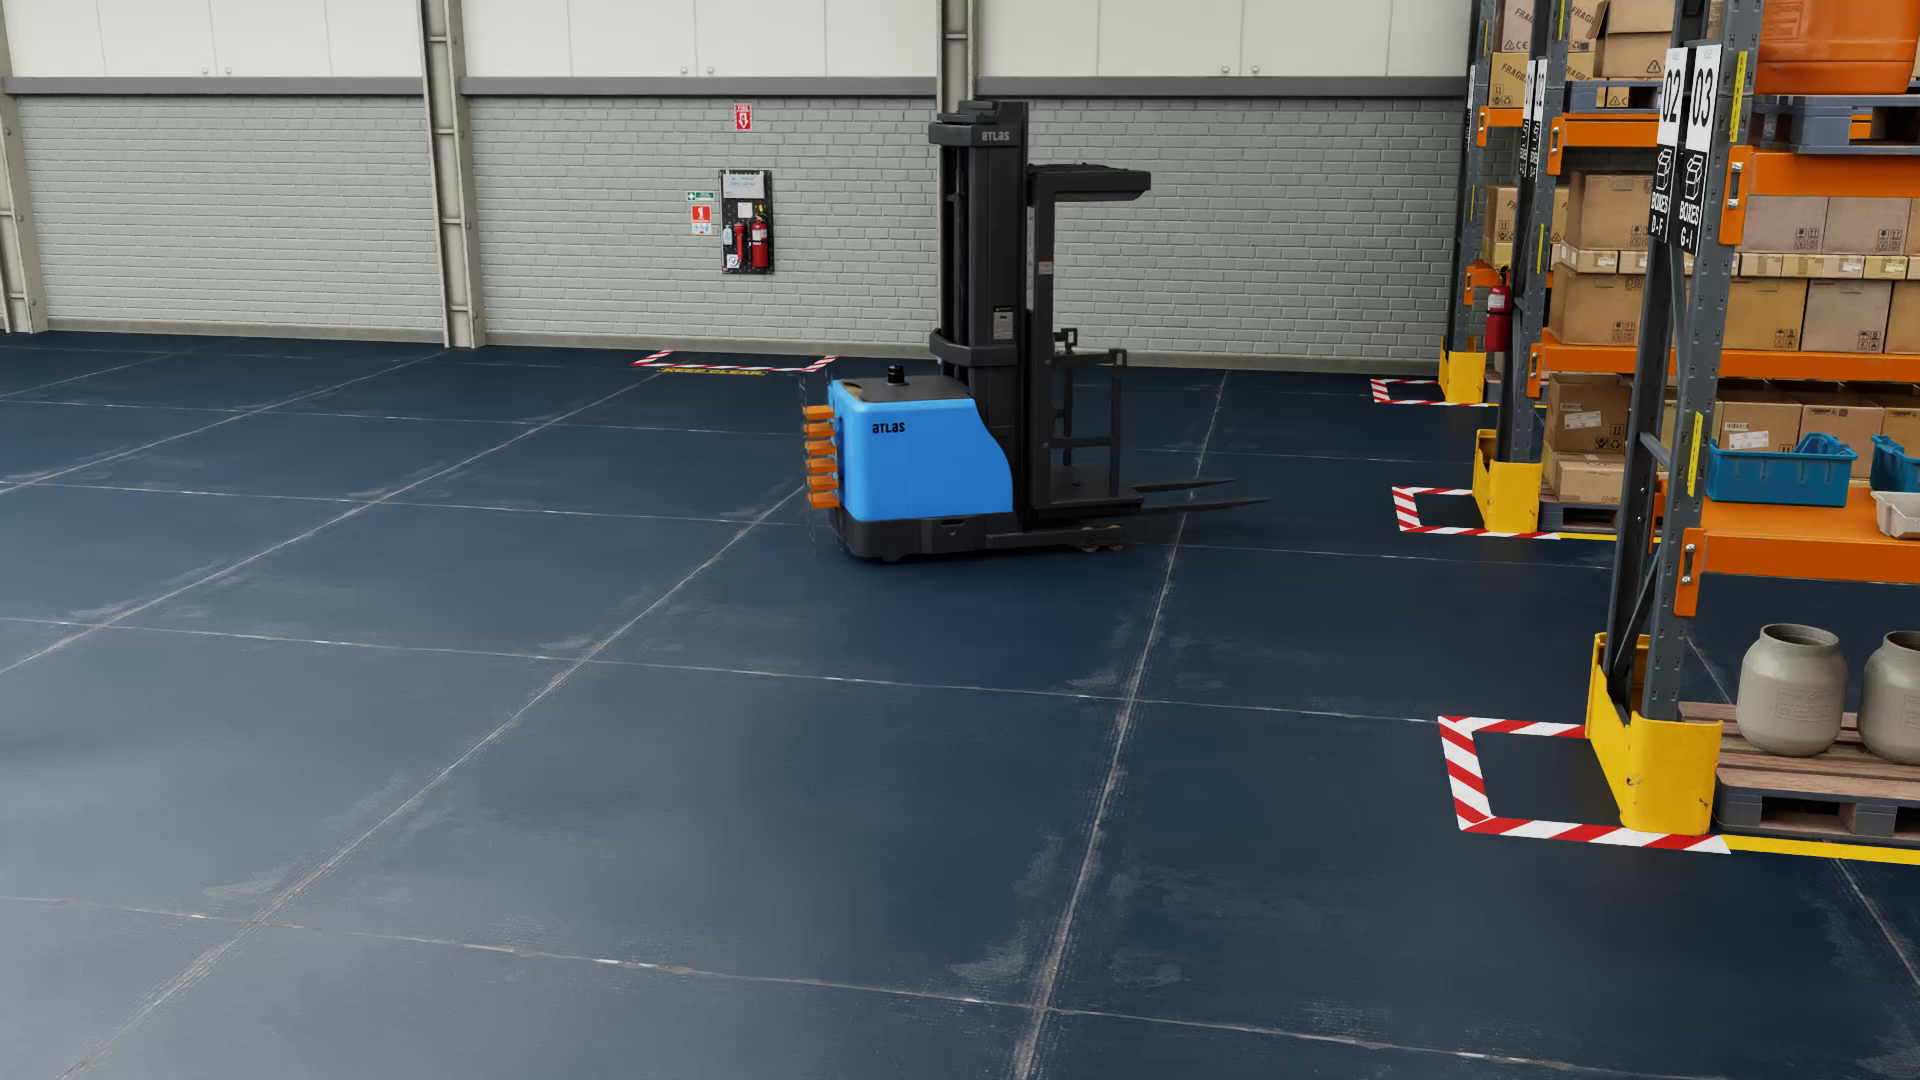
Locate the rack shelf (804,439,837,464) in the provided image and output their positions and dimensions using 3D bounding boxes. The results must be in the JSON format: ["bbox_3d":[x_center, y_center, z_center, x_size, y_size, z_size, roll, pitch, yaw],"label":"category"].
[{"bbox_3d":[-0.933,-0.592,11.085,0.180,0.103,0.258,-6,16,-13],"label":"rack shelf"}]

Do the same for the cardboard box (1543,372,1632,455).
[{"bbox_3d":[4.597,-0.933,12.202,0.500,0.500,0.500,3,16,11],"label":"cardboard box"}]

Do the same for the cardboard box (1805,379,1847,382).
[{"bbox_3d":[8.385,-1.596,16.118,0.250,0.166,0.380,1,16,4],"label":"cardboard box"}]

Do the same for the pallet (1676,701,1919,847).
[{"bbox_3d":[3.900,1.030,7.377,1.213,0.211,1.003,3,16,11],"label":"pallet"}]

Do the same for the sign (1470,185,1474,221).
[{"bbox_3d":[4.887,-3.217,15.864,0.005,0.325,0.100,3,16,11],"label":"sign"}]

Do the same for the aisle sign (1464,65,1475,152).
[{"bbox_3d":[4.865,-4.120,15.875,0.004,0.787,0.394,3,16,11],"label":"aisle sign"}]

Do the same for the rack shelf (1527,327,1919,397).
[{"bbox_3d":[5.972,-1.192,11.525,4.000,0.370,1.077,3,16,11],"label":"rack shelf"}]

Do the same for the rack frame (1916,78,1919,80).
[{"bbox_3d":[8.915,-5.620,14.923,0.127,3.000,1.000,3,16,11],"label":"rack frame"}]

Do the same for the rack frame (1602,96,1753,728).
[{"bbox_3d":[3.021,-0.350,7.136,0.127,3.000,1.000,3,16,11],"label":"rack frame"}]

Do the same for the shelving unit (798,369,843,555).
[{"bbox_3d":[-0.930,-0.519,11.106,0.189,1.200,0.258,-6,16,-13],"label":"shelving unit"}]

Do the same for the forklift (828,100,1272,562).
[{"bbox_3d":[0.651,-1.464,11.288,3.031,2.935,1.130,-4,16,-15],"label":"forklift"}]

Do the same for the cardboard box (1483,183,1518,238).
[{"bbox_3d":[5.500,-3.271,16.519,0.500,0.500,0.500,3,16,10],"label":"cardboard box"}]

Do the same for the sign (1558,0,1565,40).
[{"bbox_3d":[3.895,-3.405,10.762,0.005,0.325,0.100,3,16,11],"label":"sign"}]

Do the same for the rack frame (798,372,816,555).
[{"bbox_3d":[-1.019,-0.510,11.085,0.006,1.200,0.240,-6,16,-13],"label":"rack frame"}]

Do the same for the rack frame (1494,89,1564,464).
[{"bbox_3d":[4.012,-1.645,11.813,0.127,3.000,1.000,3,16,11],"label":"rack frame"}]

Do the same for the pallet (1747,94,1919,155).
[{"bbox_3d":[3.812,-1.635,6.509,1.213,0.211,1.003,3,16,11],"label":"pallet"}]

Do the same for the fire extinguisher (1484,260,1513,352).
[{"bbox_3d":[3.989,-1.736,12.285,0.183,0.674,0.296,3,16,11],"label":"fire extinguisher"}]

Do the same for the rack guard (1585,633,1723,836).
[{"bbox_3d":[3.105,0.847,7.499,0.348,0.500,1.175,3,16,11],"label":"rack guard"}]

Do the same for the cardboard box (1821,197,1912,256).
[{"bbox_3d":[6.020,-2.208,11.227,0.500,0.500,0.700,3,16,11],"label":"cardboard box"}]

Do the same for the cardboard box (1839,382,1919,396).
[{"bbox_3d":[6.560,-0.831,11.832,0.500,0.500,0.500,3,16,11],"label":"cardboard box"}]

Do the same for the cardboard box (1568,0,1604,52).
[{"bbox_3d":[5.806,-4.803,15.495,0.500,0.500,0.500,3,16,10],"label":"cardboard box"}]

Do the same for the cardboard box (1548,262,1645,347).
[{"bbox_3d":[4.467,-1.665,11.698,0.500,0.500,0.700,3,16,11],"label":"cardboard box"}]

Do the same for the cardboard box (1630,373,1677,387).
[{"bbox_3d":[6.923,-1.806,16.251,0.500,0.500,0.700,2,16,8],"label":"cardboard box"}]

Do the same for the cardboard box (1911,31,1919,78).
[{"bbox_3d":[6.343,-3.318,10.991,0.637,0.503,0.797,5,16,17],"label":"cardboard box"}]

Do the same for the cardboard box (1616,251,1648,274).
[{"bbox_3d":[4.613,-1.916,11.386,0.250,0.149,0.380,3,16,10],"label":"cardboard box"}]

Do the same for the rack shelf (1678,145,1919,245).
[{"bbox_3d":[4.981,-1.342,6.447,4.000,0.370,1.077,3,16,11],"label":"rack shelf"}]

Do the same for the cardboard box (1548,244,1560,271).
[{"bbox_3d":[5.922,-2.746,16.029,0.500,0.250,0.500,3,16,9],"label":"cardboard box"}]

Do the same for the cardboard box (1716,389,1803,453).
[{"bbox_3d":[5.476,-0.748,11.533,0.500,0.500,0.500,3,16,11],"label":"cardboard box"}]

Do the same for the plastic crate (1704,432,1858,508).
[{"bbox_3d":[3.571,-0.330,7.342,0.616,0.251,0.499,3,16,11],"label":"plastic crate"}]

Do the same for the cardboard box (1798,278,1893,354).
[{"bbox_3d":[5.984,-1.584,11.403,0.500,0.500,0.700,4,16,13],"label":"cardboard box"}]

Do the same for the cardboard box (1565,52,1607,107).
[{"bbox_3d":[5.792,-4.324,15.638,0.500,0.500,0.500,4,16,15],"label":"cardboard box"}]

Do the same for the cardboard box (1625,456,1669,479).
[{"bbox_3d":[4.984,-0.410,11.718,0.500,0.250,0.500,3,16,11],"label":"cardboard box"}]

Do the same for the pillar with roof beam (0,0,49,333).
[{"bbox_3d":[-12.643,-5.853,15.765,0.400,9.000,9.100,3,16,11],"label":"pillar with roof beam"}]

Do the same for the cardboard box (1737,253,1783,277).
[{"bbox_3d":[5.365,-1.874,11.238,0.250,0.149,0.380,3,16,9],"label":"cardboard box"}]

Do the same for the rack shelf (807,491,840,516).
[{"bbox_3d":[-0.920,-0.246,11.185,0.180,0.103,0.258,-6,16,-13],"label":"rack shelf"}]

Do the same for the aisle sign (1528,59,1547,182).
[{"bbox_3d":[3.886,-2.822,11.189,0.004,0.787,0.394,3,16,11],"label":"aisle sign"}]

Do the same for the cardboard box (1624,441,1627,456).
[{"bbox_3d":[5.089,-0.548,12.215,0.500,0.250,0.500,3,16,11],"label":"cardboard box"}]

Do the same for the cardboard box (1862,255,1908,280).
[{"bbox_3d":[6.118,-1.833,11.088,0.250,0.149,0.380,4,16,13],"label":"cardboard box"}]

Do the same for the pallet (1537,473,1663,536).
[{"bbox_3d":[4.770,-0.272,12.078,1.213,0.211,1.003,3,16,11],"label":"pallet"}]

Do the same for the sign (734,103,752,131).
[{"bbox_3d":[-2.428,-4.735,18.623,0.199,0.298,0.001,3,16,11],"label":"sign"}]

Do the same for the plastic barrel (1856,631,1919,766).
[{"bbox_3d":[4.173,0.688,7.261,0.421,0.512,0.421,0,15,0],"label":"plastic barrel"}]

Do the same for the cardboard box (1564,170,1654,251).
[{"bbox_3d":[4.519,-2.288,11.515,0.500,0.500,0.700,3,16,11],"label":"cardboard box"}]
